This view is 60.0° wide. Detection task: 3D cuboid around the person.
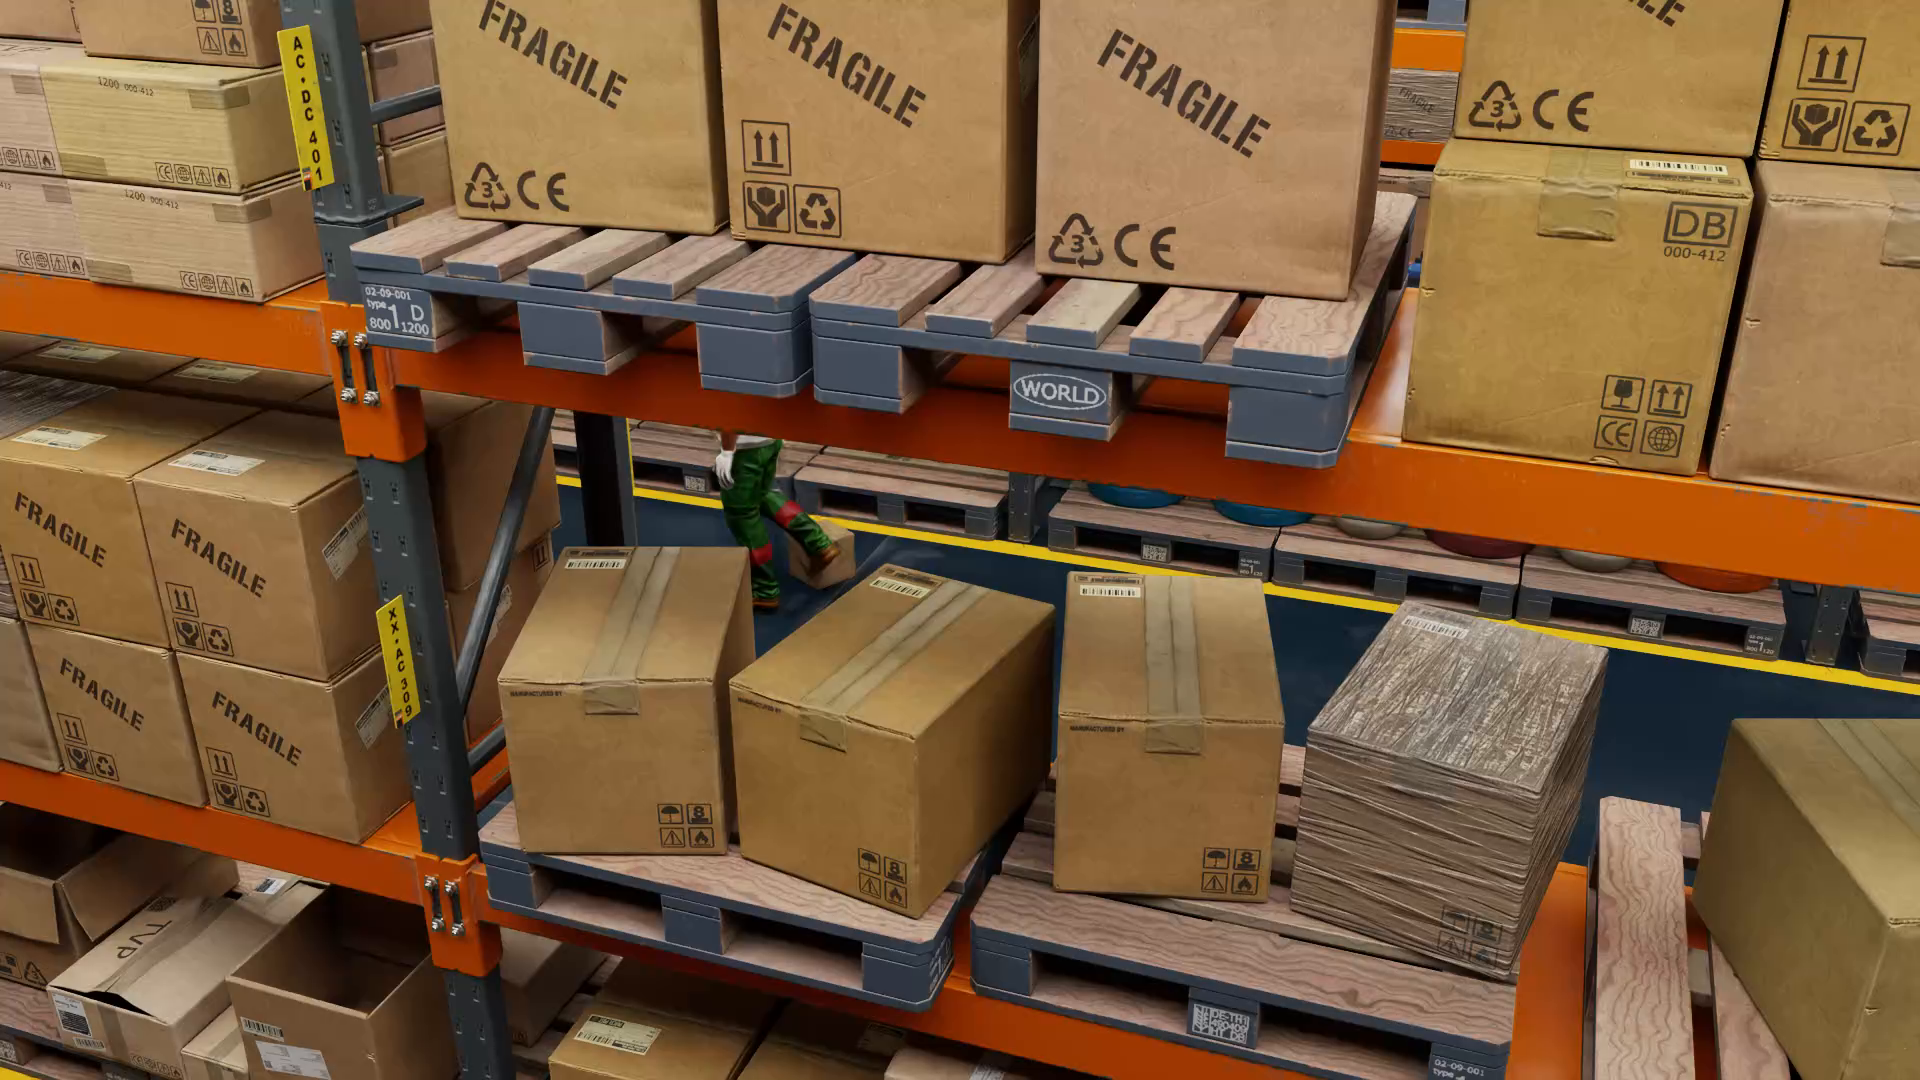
[{"bbox_3d":[-0.952,-0.497,8.092,0.665,1.776,0.601,7,26,14],"label":"person"}]
